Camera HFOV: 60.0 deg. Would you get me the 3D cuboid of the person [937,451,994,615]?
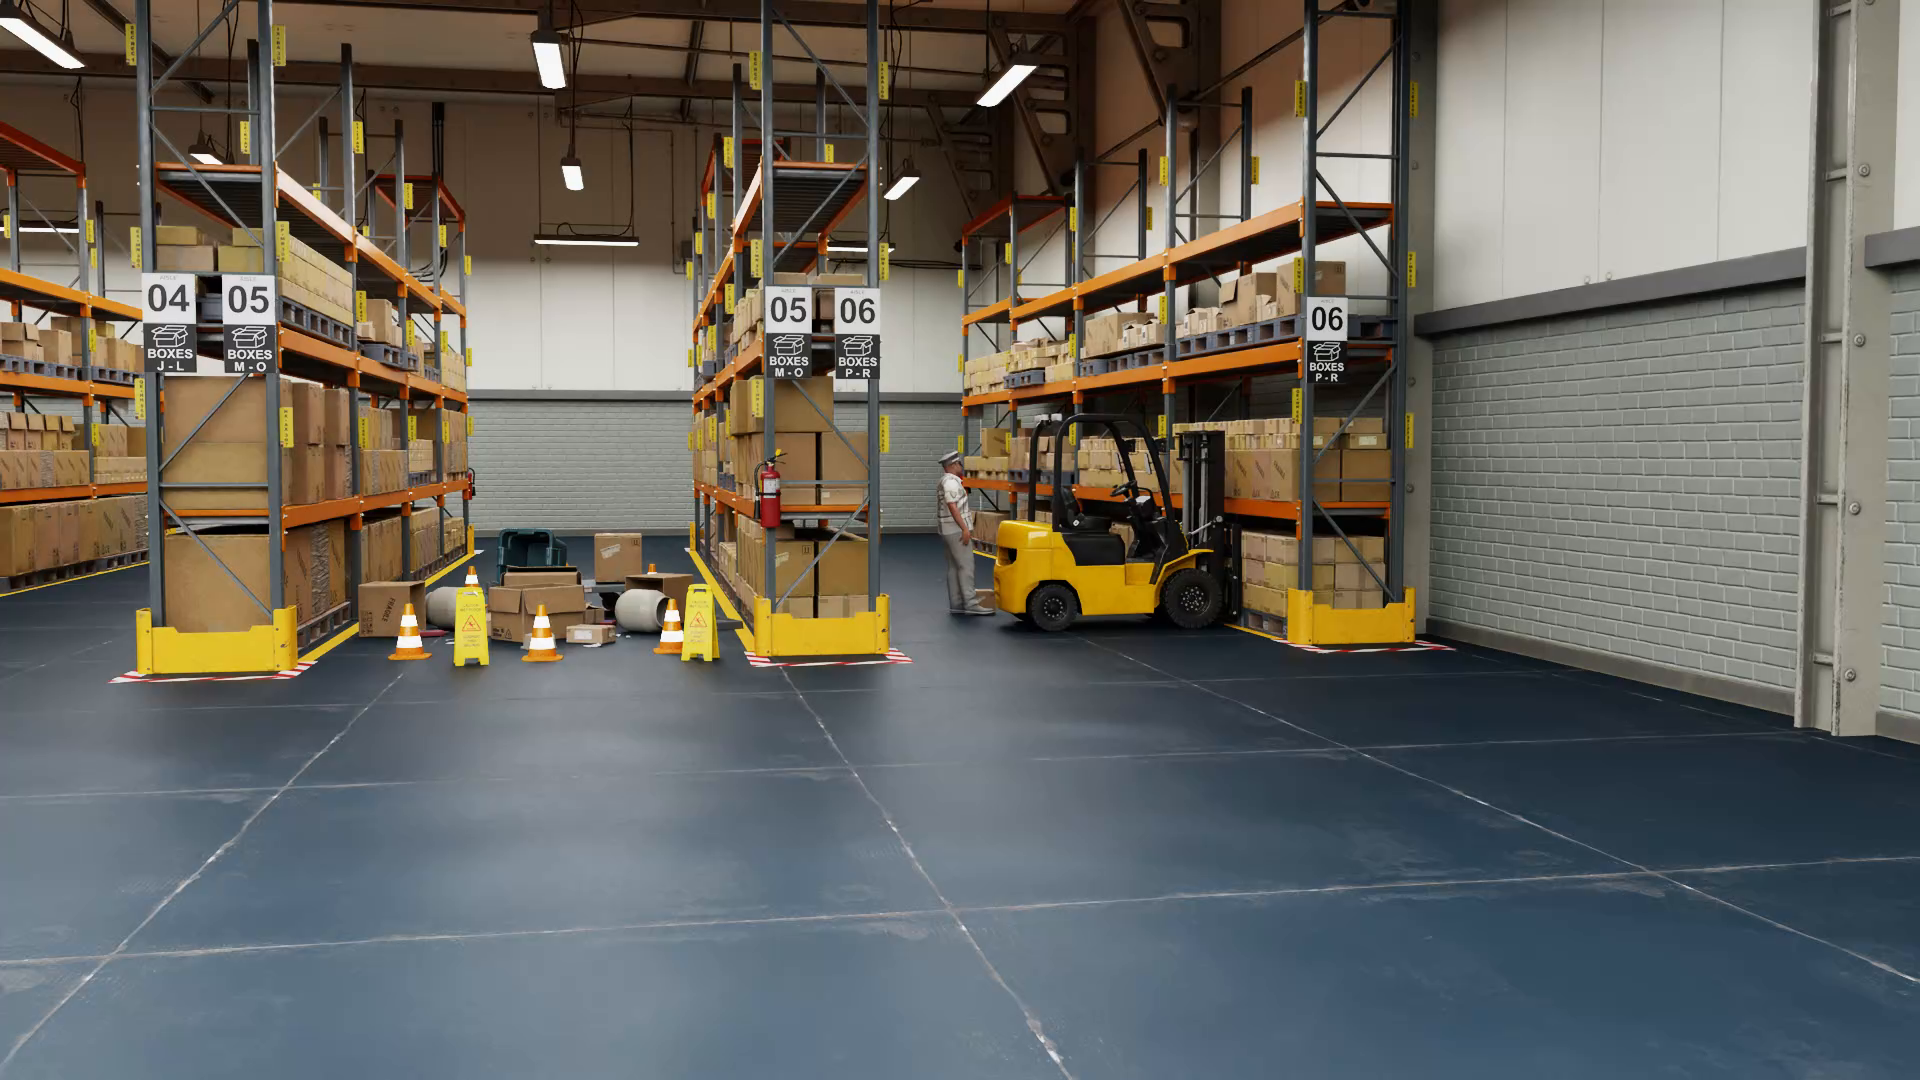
[{"bbox_3d":[0.041,-0.090,18.272,0.573,1.782,0.642,-1,3,-11],"label":"person"}]
